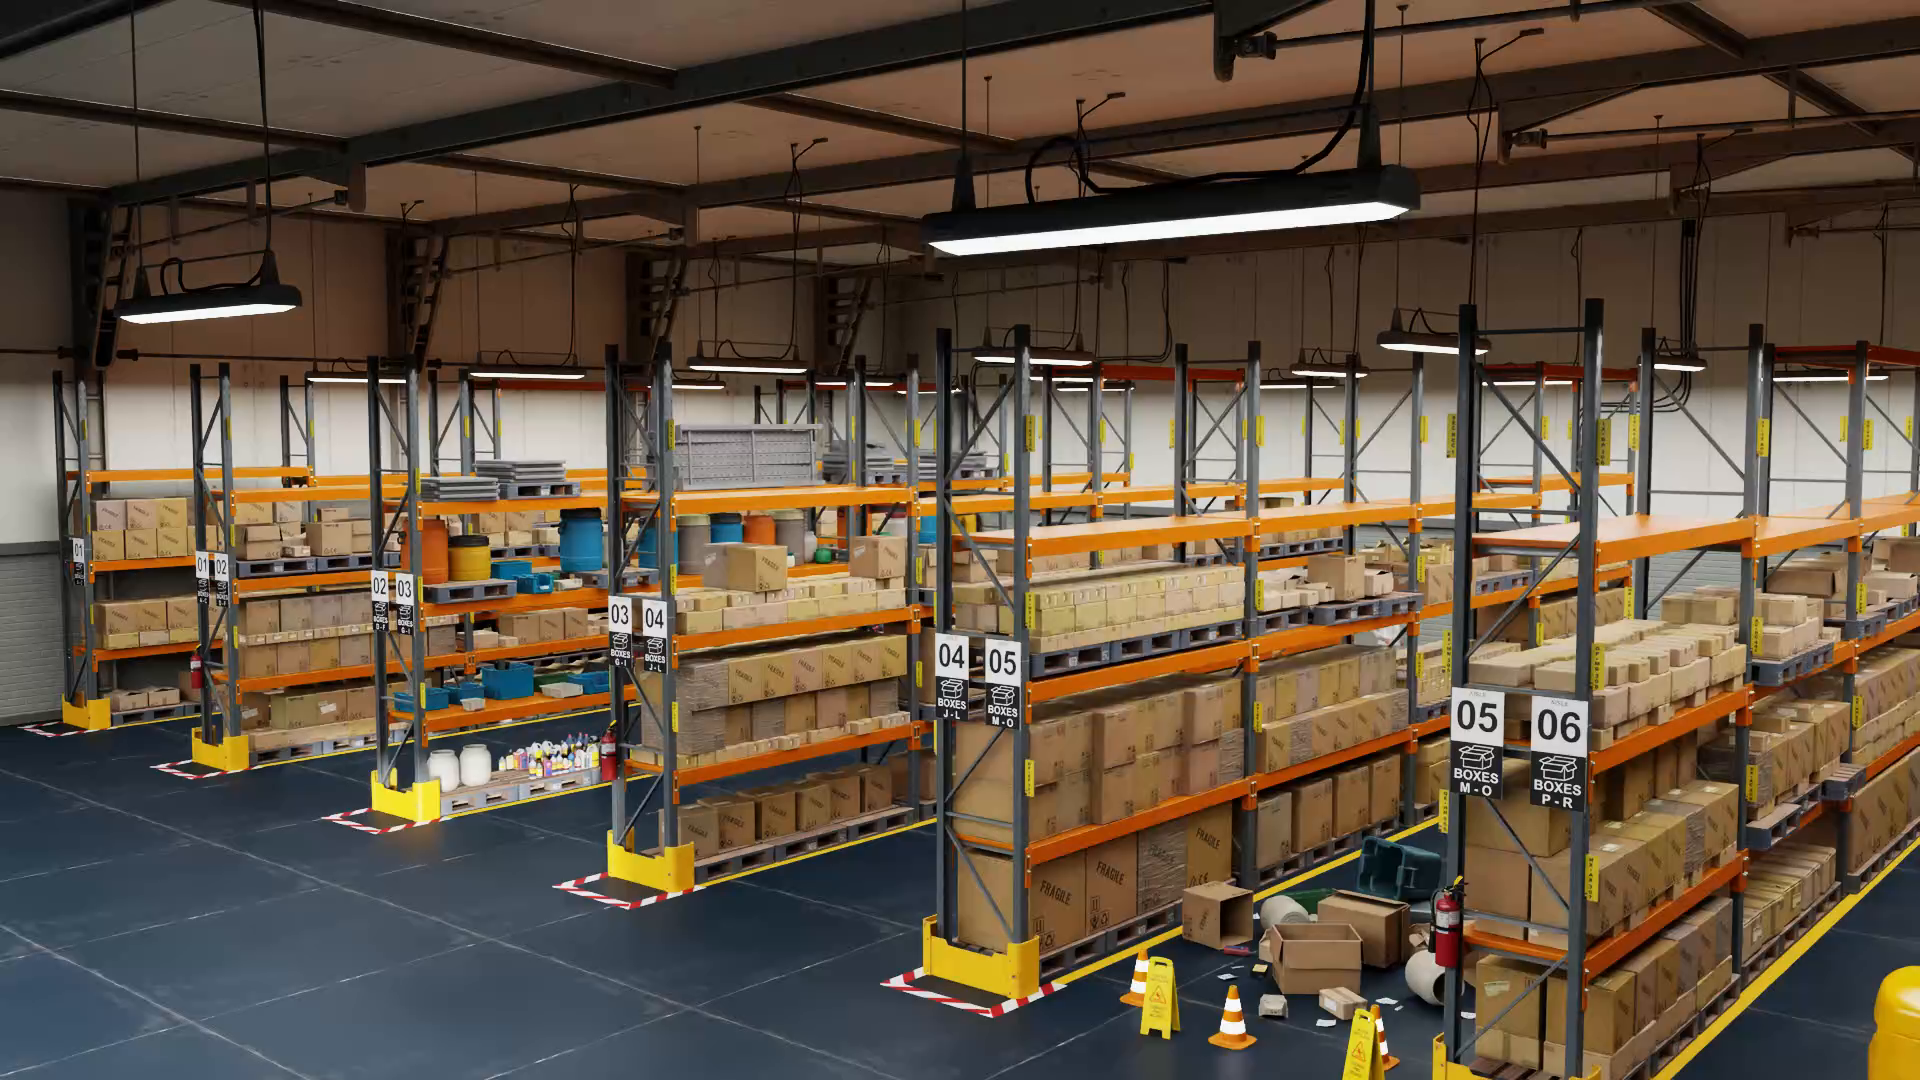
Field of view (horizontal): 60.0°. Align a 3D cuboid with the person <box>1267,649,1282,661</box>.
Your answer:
[{"bbox_3d":[4.998,2.460,26.427,0.530,1.608,0.600,-4,6,-43],"label":"person"}]

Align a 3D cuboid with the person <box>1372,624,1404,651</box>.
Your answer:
[{"bbox_3d":[8.255,2.006,31.971,0.652,1.724,0.533,-1,4,-8],"label":"person"}]
